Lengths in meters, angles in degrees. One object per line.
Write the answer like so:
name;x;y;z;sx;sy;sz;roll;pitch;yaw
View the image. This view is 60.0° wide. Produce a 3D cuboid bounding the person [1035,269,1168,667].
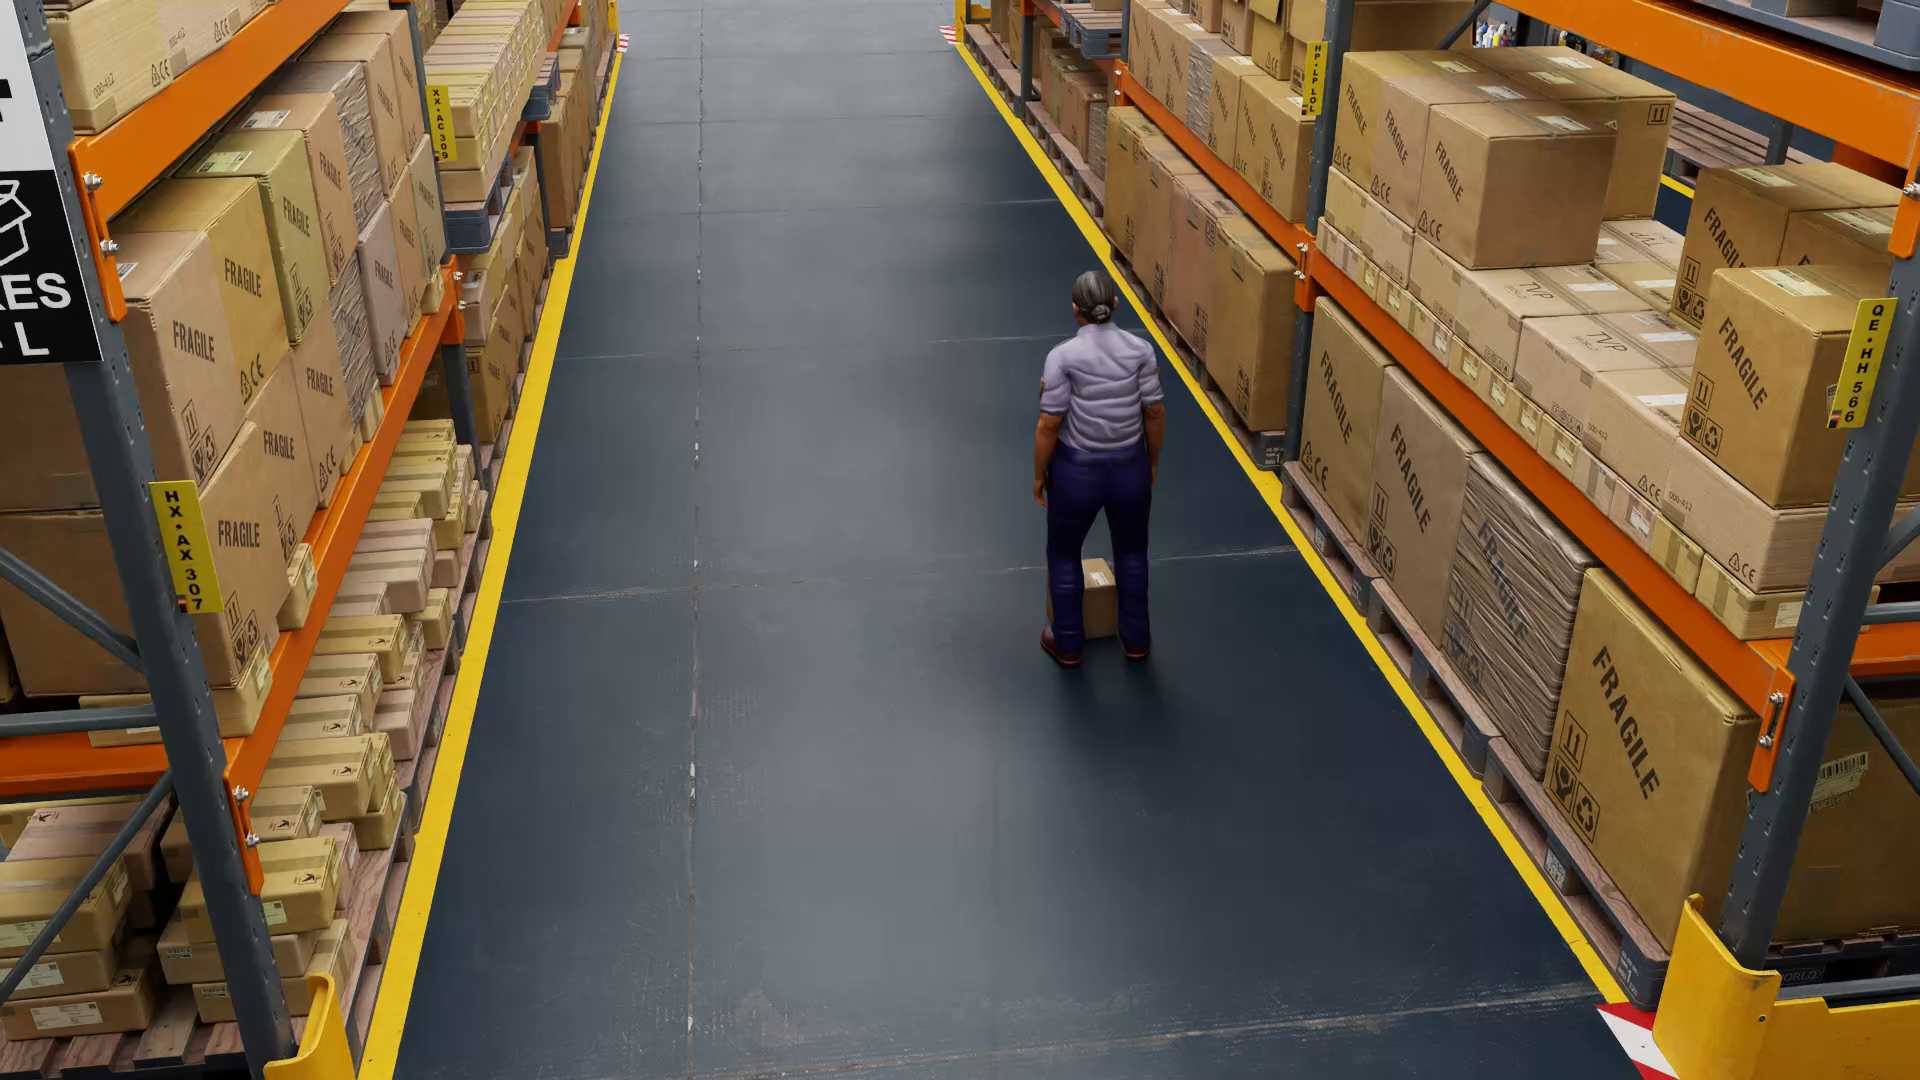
person;0.562;-0.262;6.633;0.542;1.652;0.368;-4;28;-7
